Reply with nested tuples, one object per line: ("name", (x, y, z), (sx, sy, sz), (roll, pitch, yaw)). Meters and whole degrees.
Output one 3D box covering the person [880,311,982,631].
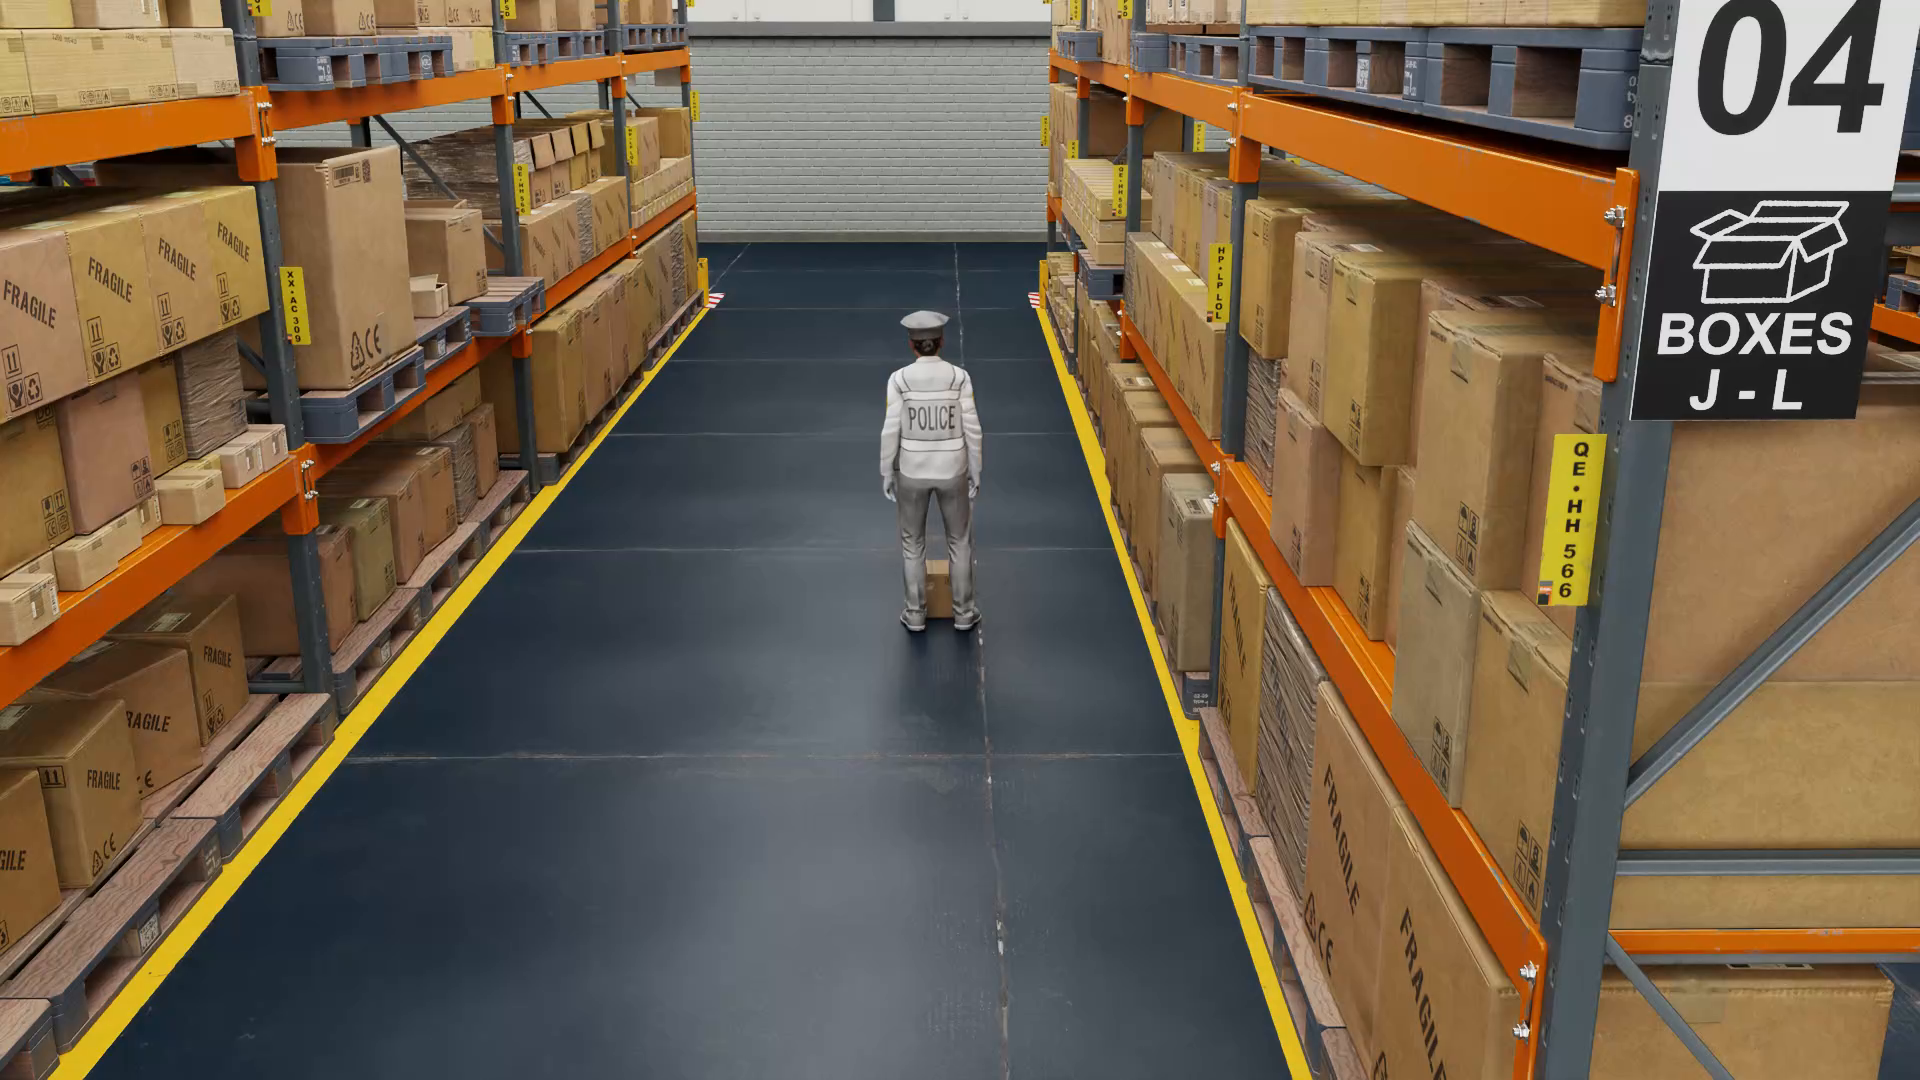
("person", (-0.147, -0.336, 8.626), (0.537, 1.661, 0.373), (-1, 17, -4))
